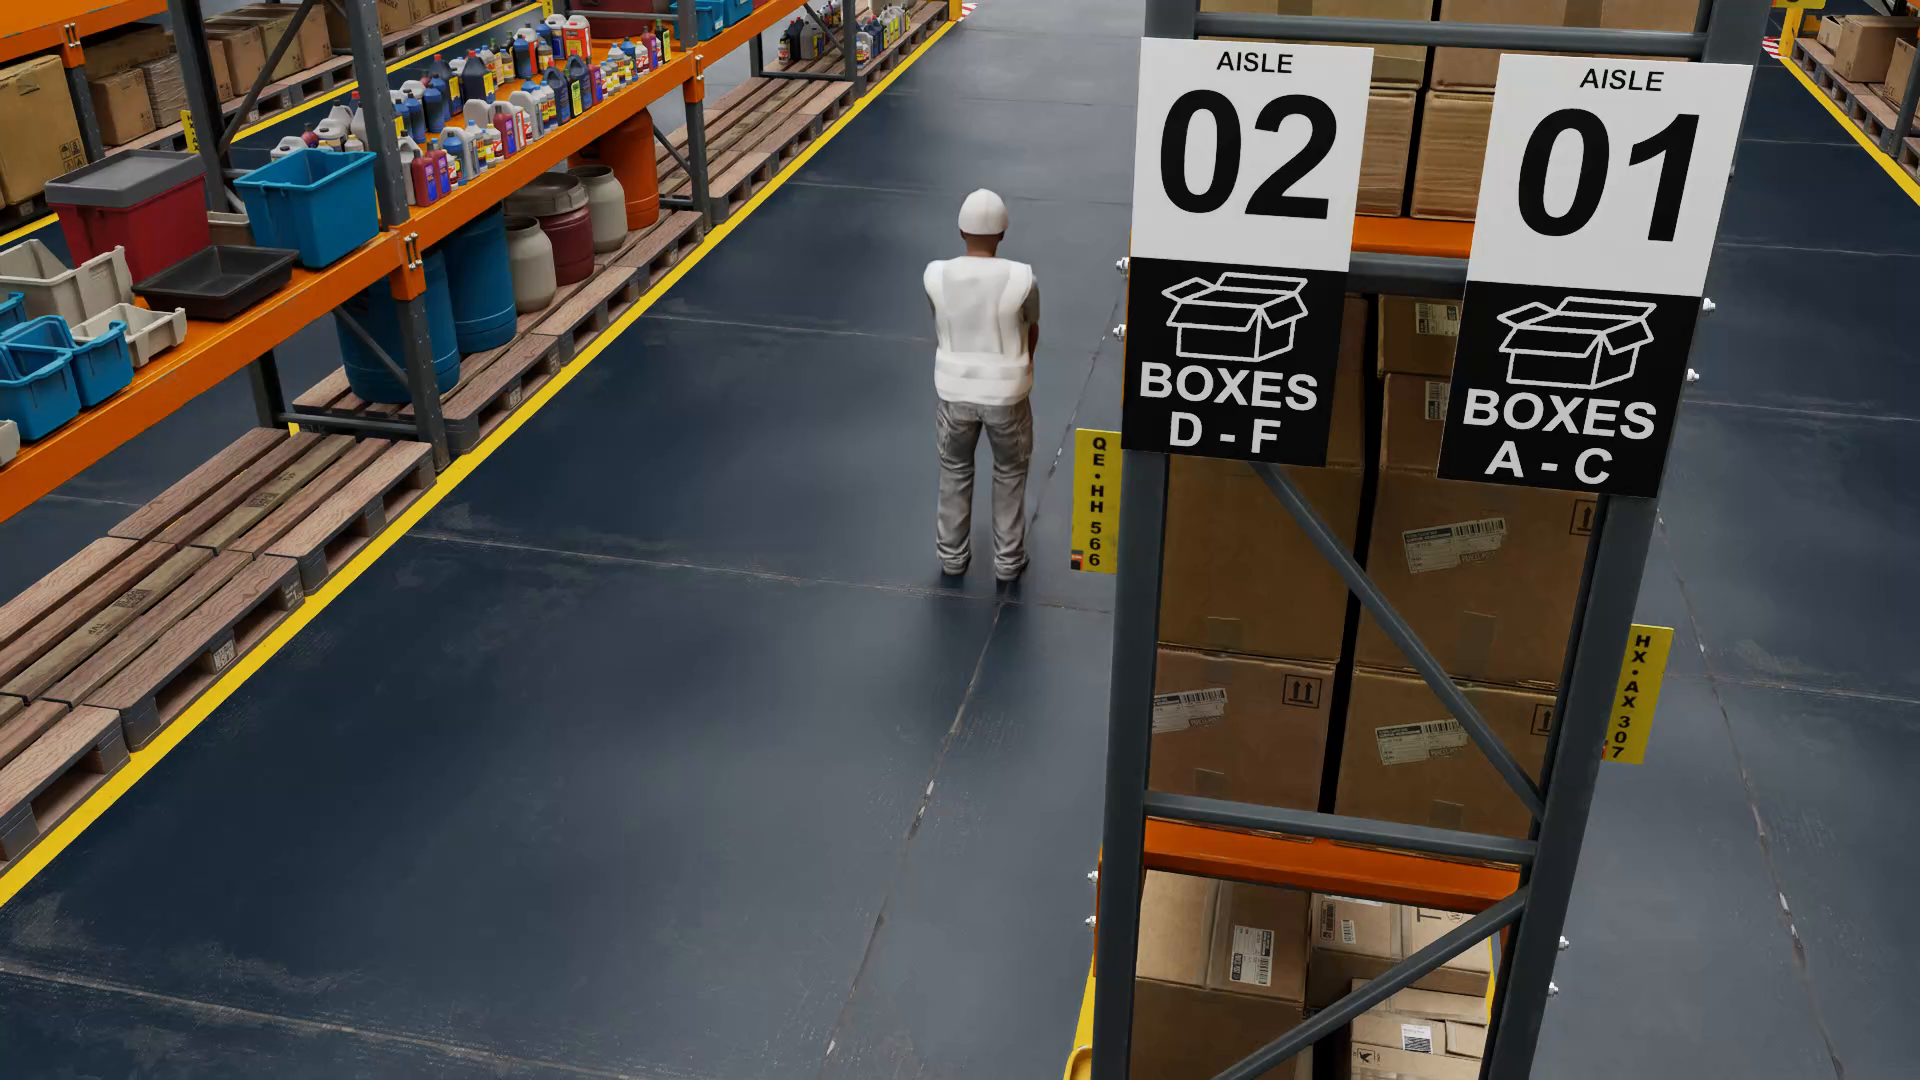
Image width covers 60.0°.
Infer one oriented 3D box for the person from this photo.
[{"bbox_3d":[0.110,-0.699,7.390,0.492,1.779,0.577,5,29,10],"label":"person"}]
